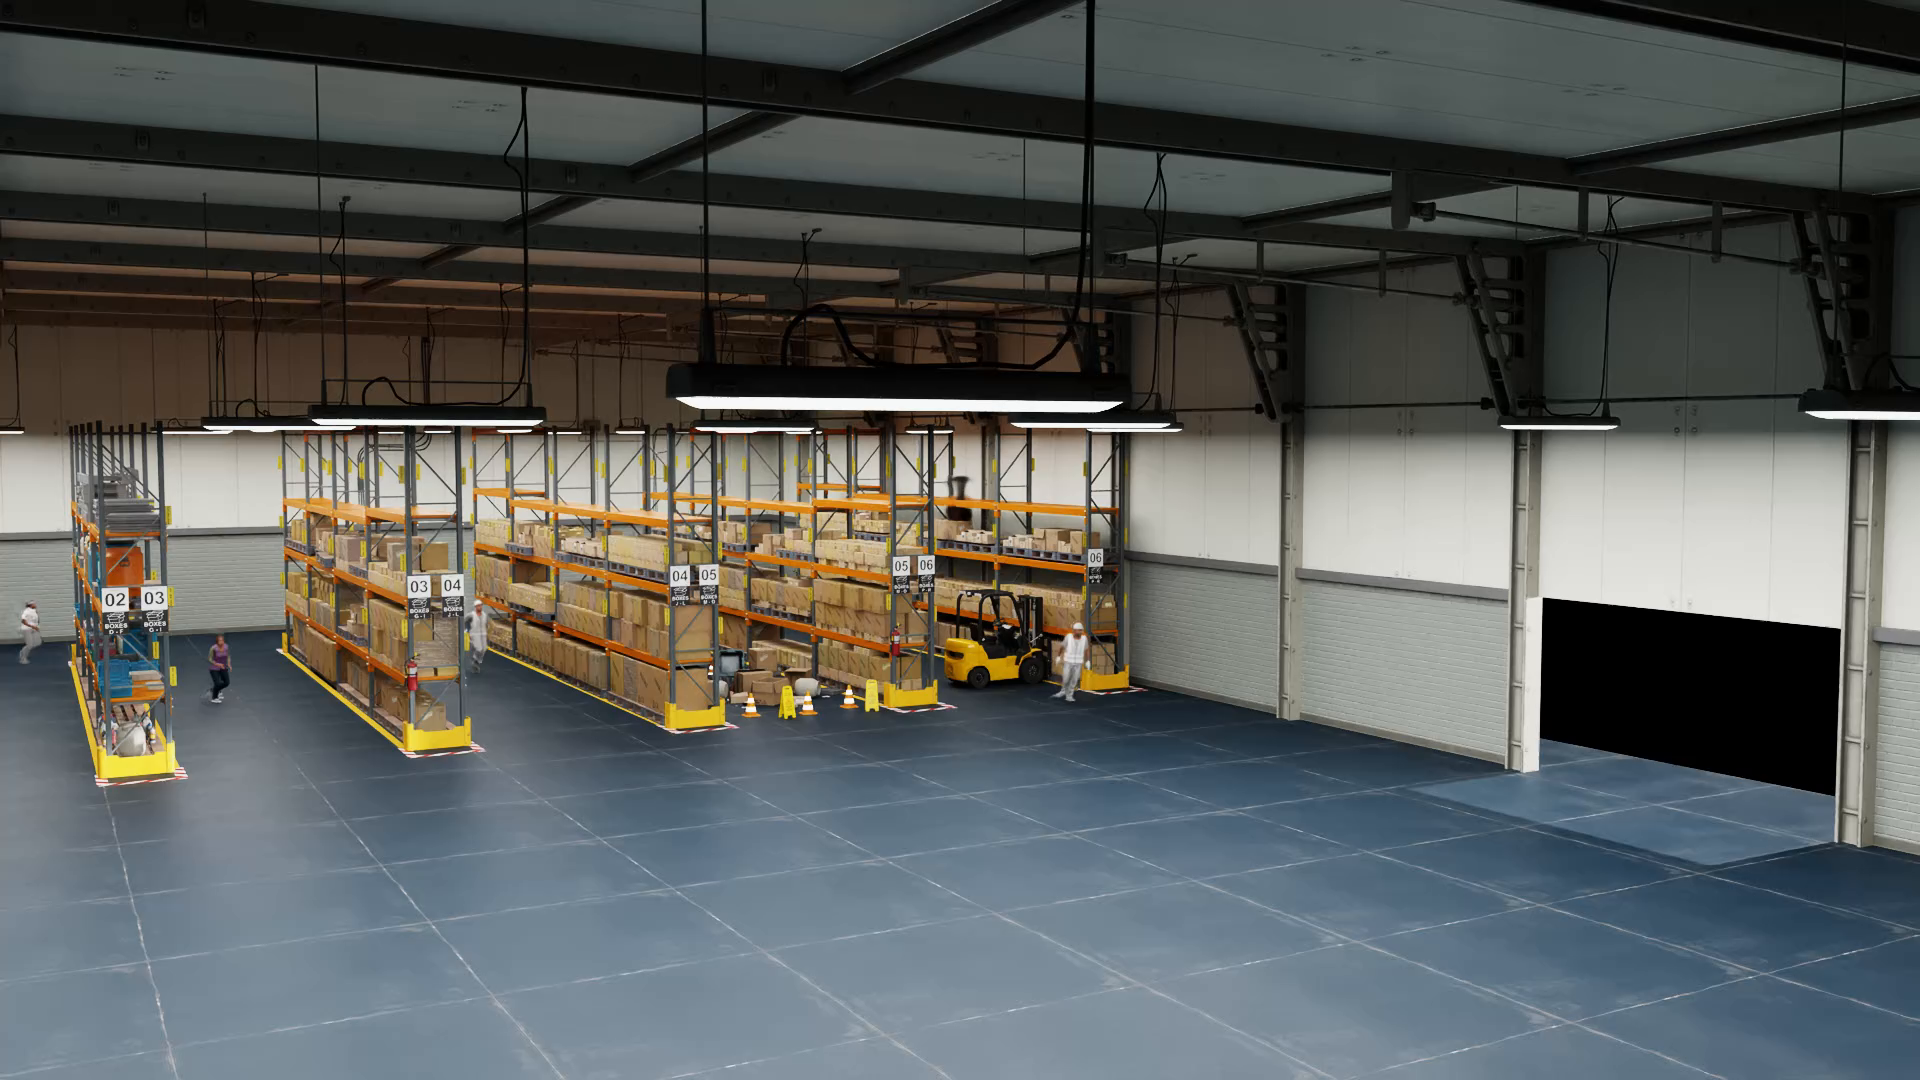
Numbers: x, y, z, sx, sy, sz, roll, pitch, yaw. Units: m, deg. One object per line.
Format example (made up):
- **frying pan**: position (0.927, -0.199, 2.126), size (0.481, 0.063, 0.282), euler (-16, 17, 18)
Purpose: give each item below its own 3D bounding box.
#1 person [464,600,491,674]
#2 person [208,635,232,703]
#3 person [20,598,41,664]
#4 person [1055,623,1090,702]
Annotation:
- **person**: position (-11.620, 2.347, 40.167), size (0.649, 1.783, 0.698), euler (-3, 5, -42)
- **person**: position (-15.941, 2.773, 35.762), size (0.707, 1.492, 0.525), euler (3, 5, 39)
- **person**: position (-23.685, 2.302, 42.376), size (0.517, 1.624, 0.610), euler (0, 4, -3)
- **person**: position (2.438, 2.635, 35.924), size (0.701, 1.740, 0.600), euler (-1, 4, -11)
